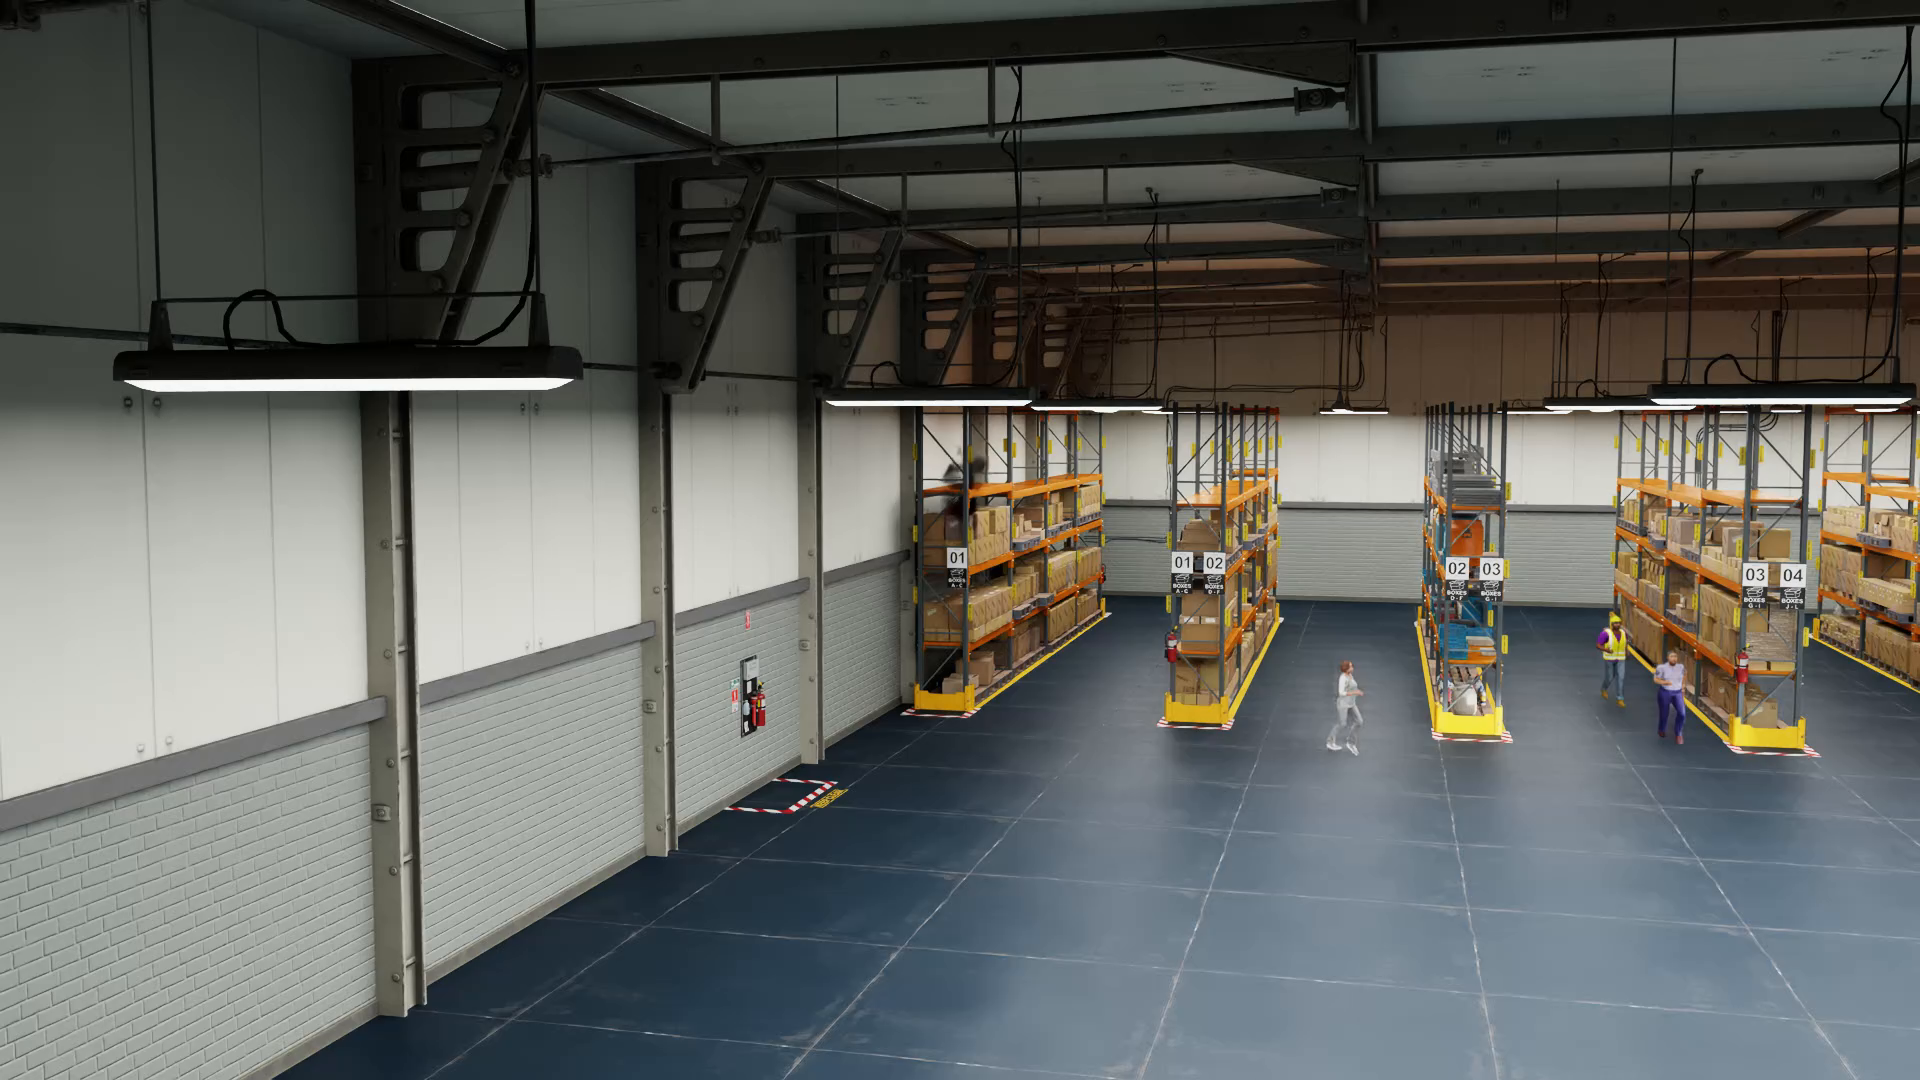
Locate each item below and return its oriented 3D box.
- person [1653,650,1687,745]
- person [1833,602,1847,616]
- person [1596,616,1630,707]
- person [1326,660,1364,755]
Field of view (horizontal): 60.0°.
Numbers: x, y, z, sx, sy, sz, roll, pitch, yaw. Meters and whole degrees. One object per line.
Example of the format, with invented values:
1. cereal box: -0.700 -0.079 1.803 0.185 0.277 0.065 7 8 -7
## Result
1. person: 12.520 2.768 29.303 0.615 1.652 0.783 1 4 9
2. person: 23.372 1.641 44.080 0.569 1.624 0.603 0 4 6
3. person: 12.990 2.385 33.058 0.677 1.761 0.991 0 4 2
4. person: 6.552 2.846 28.218 0.702 1.634 0.513 4 6 42
